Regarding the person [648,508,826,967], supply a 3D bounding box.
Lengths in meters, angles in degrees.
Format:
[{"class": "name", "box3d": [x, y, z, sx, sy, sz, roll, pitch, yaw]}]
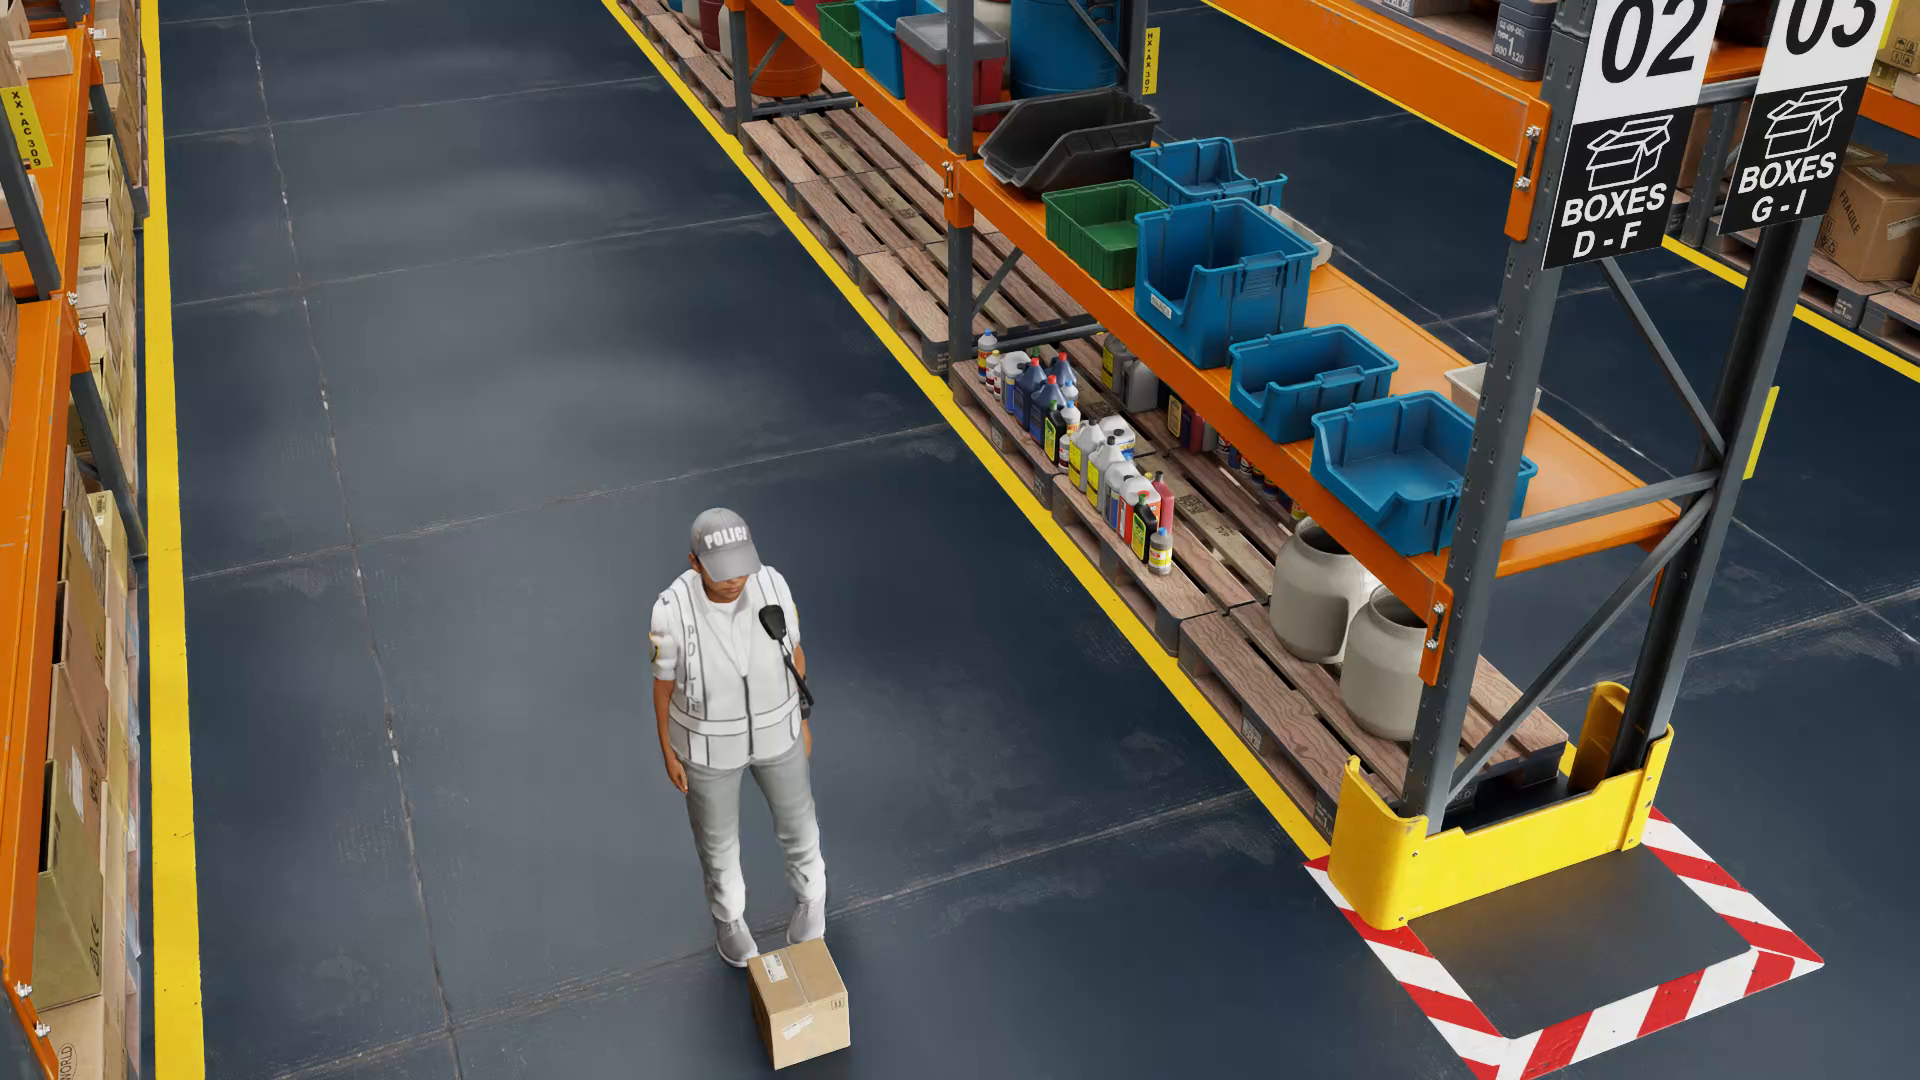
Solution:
[{"class": "person", "box3d": [-0.684, 0.618, 5.212, 0.506, 1.670, 0.387, -14, 36, -20]}]
